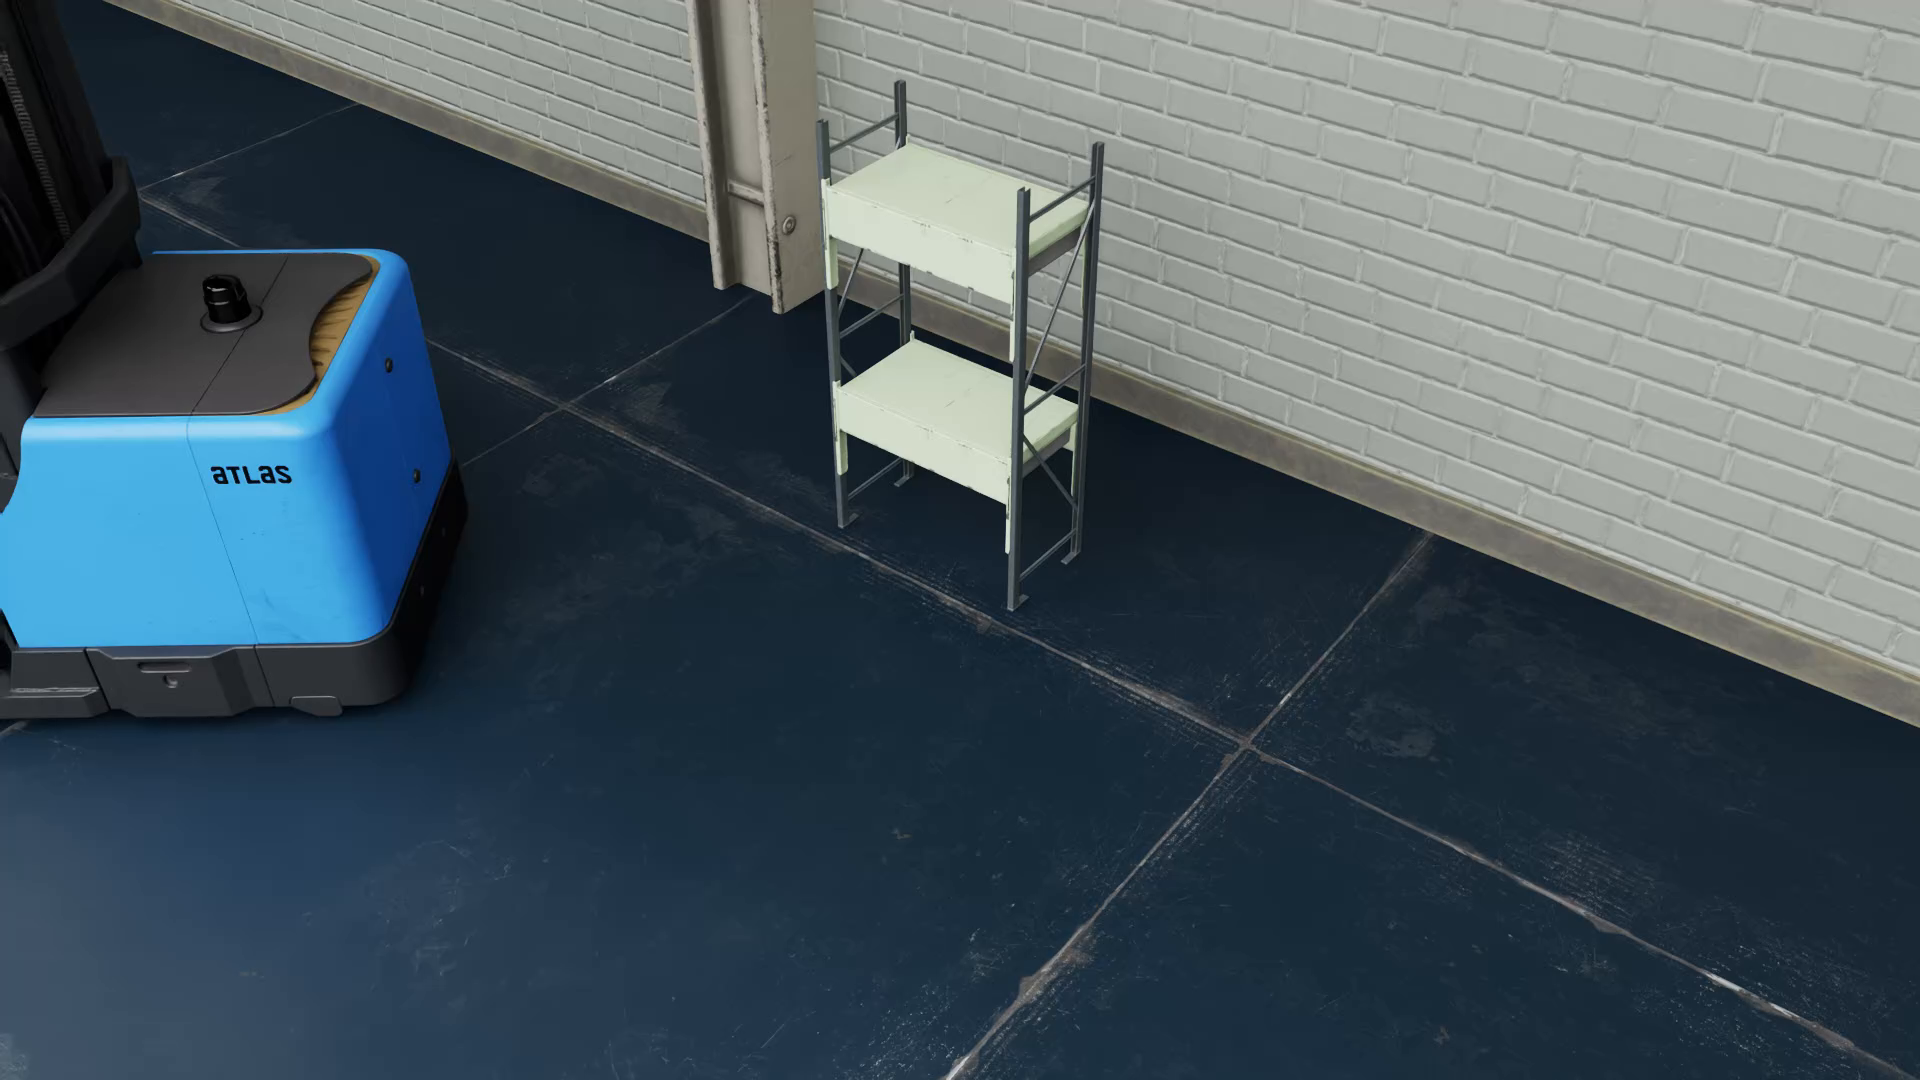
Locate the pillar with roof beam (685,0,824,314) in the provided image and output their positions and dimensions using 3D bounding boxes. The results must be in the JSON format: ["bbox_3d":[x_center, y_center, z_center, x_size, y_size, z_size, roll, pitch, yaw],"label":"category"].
[{"bbox_3d":[-3.426,-2.527,1.678,0.400,9.000,9.100,25,45,29],"label":"pillar with roof beam"}]

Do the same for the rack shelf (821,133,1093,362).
[{"bbox_3d":[-0.005,-0.900,5.050,0.720,0.370,0.431,25,45,29],"label":"rack shelf"}]

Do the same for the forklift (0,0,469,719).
[{"bbox_3d":[-3.204,-0.904,4.527,3.031,2.935,1.130,-1,38,-1],"label":"forklift"}]

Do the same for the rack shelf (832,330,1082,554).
[{"bbox_3d":[-0.005,-0.336,5.492,0.720,0.370,0.431,25,45,29],"label":"rack shelf"}]

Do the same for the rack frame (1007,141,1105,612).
[{"bbox_3d":[0.285,-0.456,5.116,0.023,1.500,0.400,25,45,29],"label":"rack frame"}]

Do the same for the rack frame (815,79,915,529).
[{"bbox_3d":[-0.296,-0.730,5.466,0.023,1.500,0.400,25,45,29],"label":"rack frame"}]

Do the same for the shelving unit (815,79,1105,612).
[{"bbox_3d":[-0.005,-0.593,5.291,0.755,1.500,0.431,25,45,29],"label":"shelving unit"}]
